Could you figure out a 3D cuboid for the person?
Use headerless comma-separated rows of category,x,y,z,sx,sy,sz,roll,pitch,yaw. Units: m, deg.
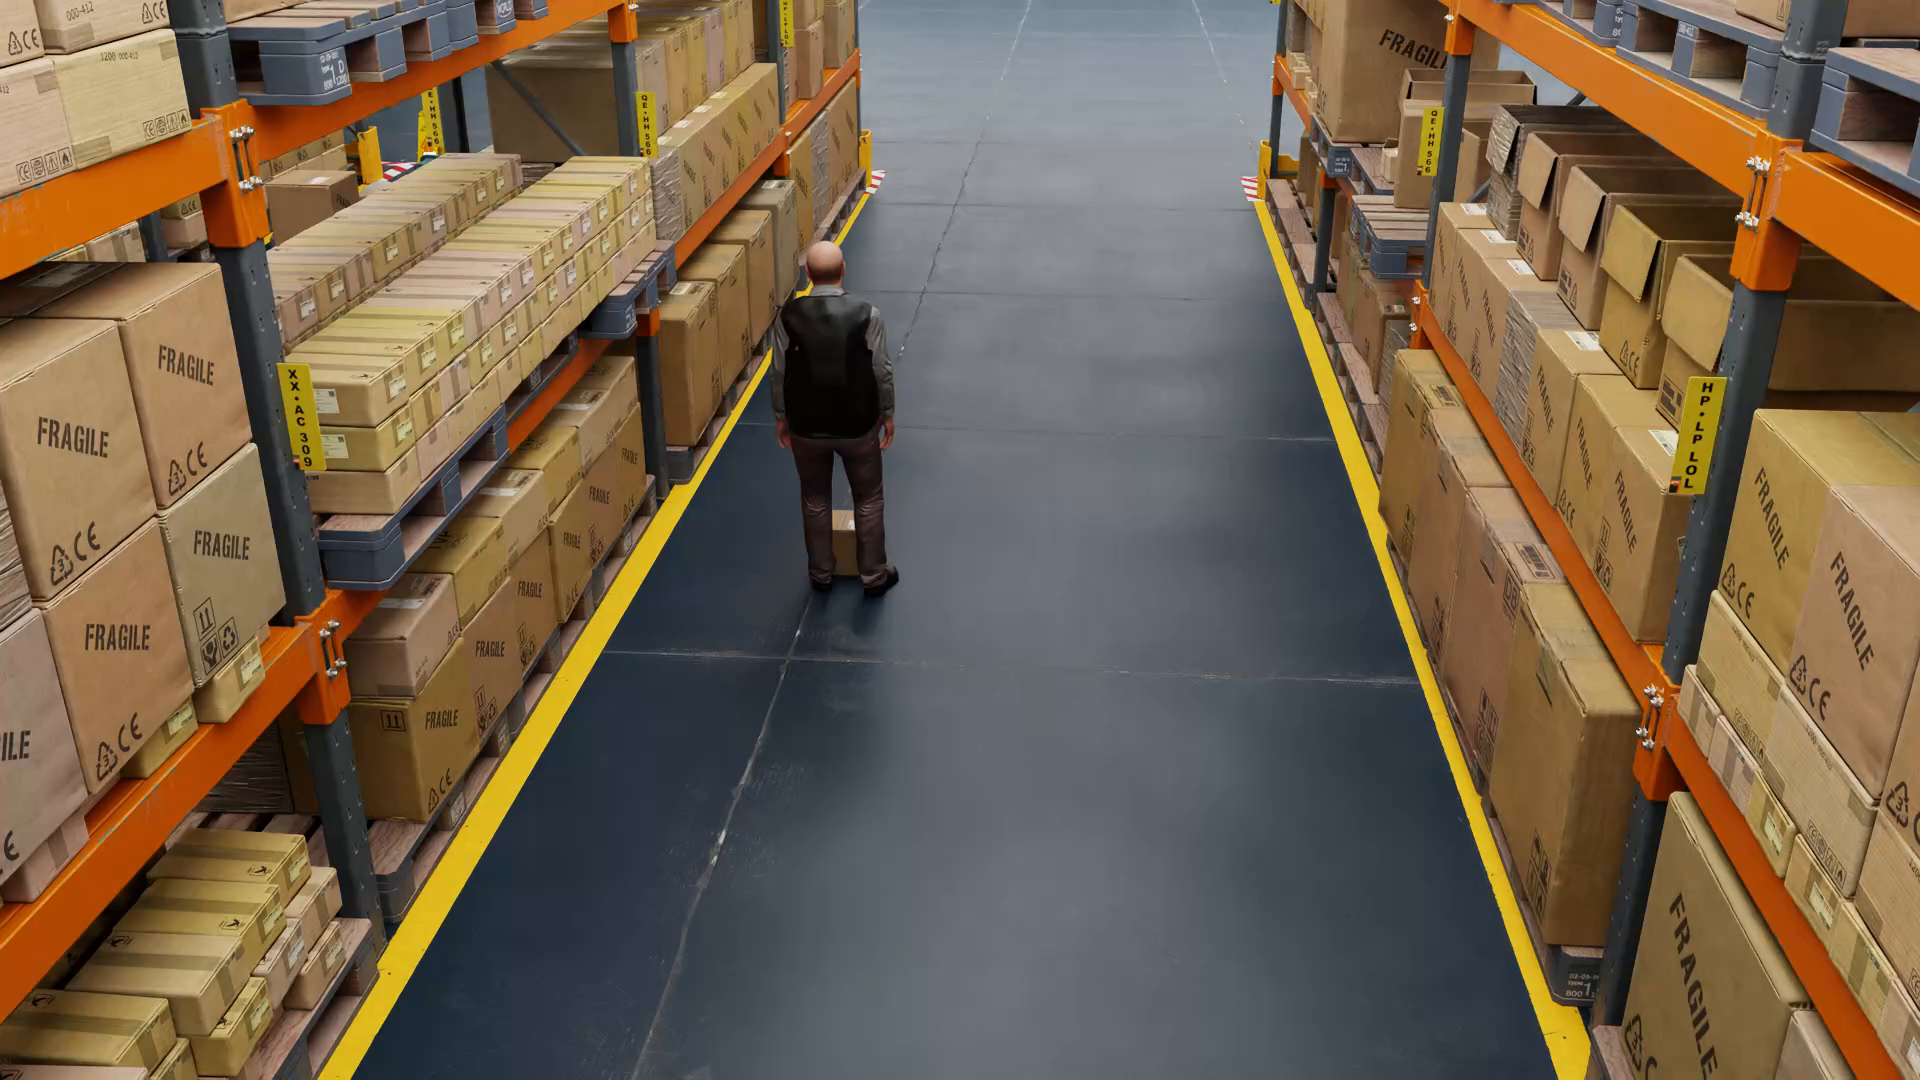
person,-0.594,-0.549,7.848,0.580,1.719,0.475,1,24,2
